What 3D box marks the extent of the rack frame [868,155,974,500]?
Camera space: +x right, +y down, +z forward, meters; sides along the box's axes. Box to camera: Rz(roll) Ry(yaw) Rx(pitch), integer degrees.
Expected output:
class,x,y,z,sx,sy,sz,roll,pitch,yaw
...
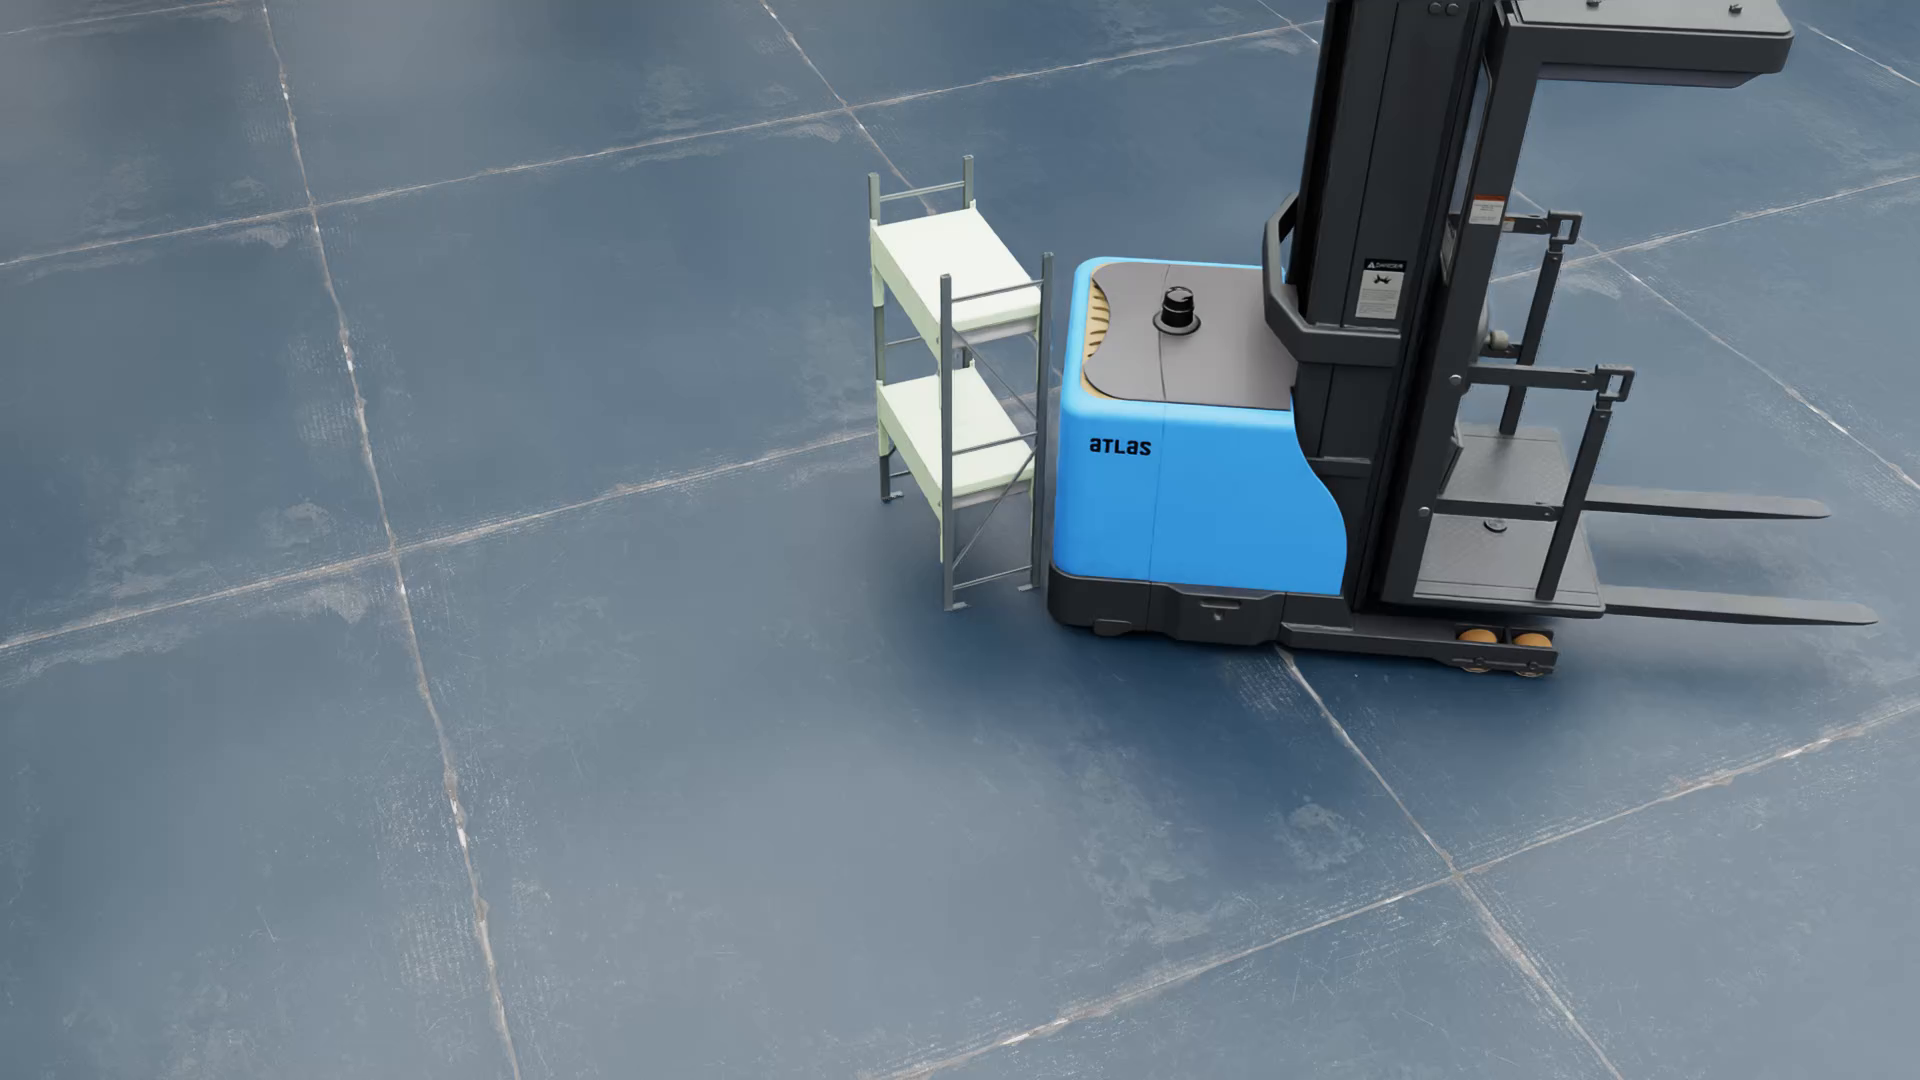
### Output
class,x,y,z,sx,sy,sz,roll,pitch,yaw
rack frame,-0.140,-0.789,6.517,0.400,1.500,0.023,-14,43,-16

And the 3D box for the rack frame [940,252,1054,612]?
class,x,y,z,sx,sy,sz,roll,pitch,yaw
rack frame,0.124,-0.343,5.999,0.400,1.500,0.023,-14,43,-16

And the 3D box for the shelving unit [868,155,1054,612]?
class,x,y,z,sx,sy,sz,roll,pitch,yaw
shelving unit,-0.008,-0.566,6.258,0.431,1.500,0.755,-14,43,-16

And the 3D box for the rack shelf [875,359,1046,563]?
class,x,y,z,sx,sy,sz,roll,pitch,yaw
rack shelf,-0.008,-0.319,6.470,0.431,0.370,0.720,-14,43,-16

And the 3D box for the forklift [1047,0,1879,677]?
class,x,y,z,sx,sy,sz,roll,pitch,yaw
forklift,1.885,-0.973,5.633,3.031,2.935,1.130,4,41,5

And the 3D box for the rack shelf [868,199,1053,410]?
class,x,y,z,sx,sy,sz,roll,pitch,yaw
rack shelf,-0.008,-0.862,6.003,0.431,0.370,0.720,-14,43,-16
